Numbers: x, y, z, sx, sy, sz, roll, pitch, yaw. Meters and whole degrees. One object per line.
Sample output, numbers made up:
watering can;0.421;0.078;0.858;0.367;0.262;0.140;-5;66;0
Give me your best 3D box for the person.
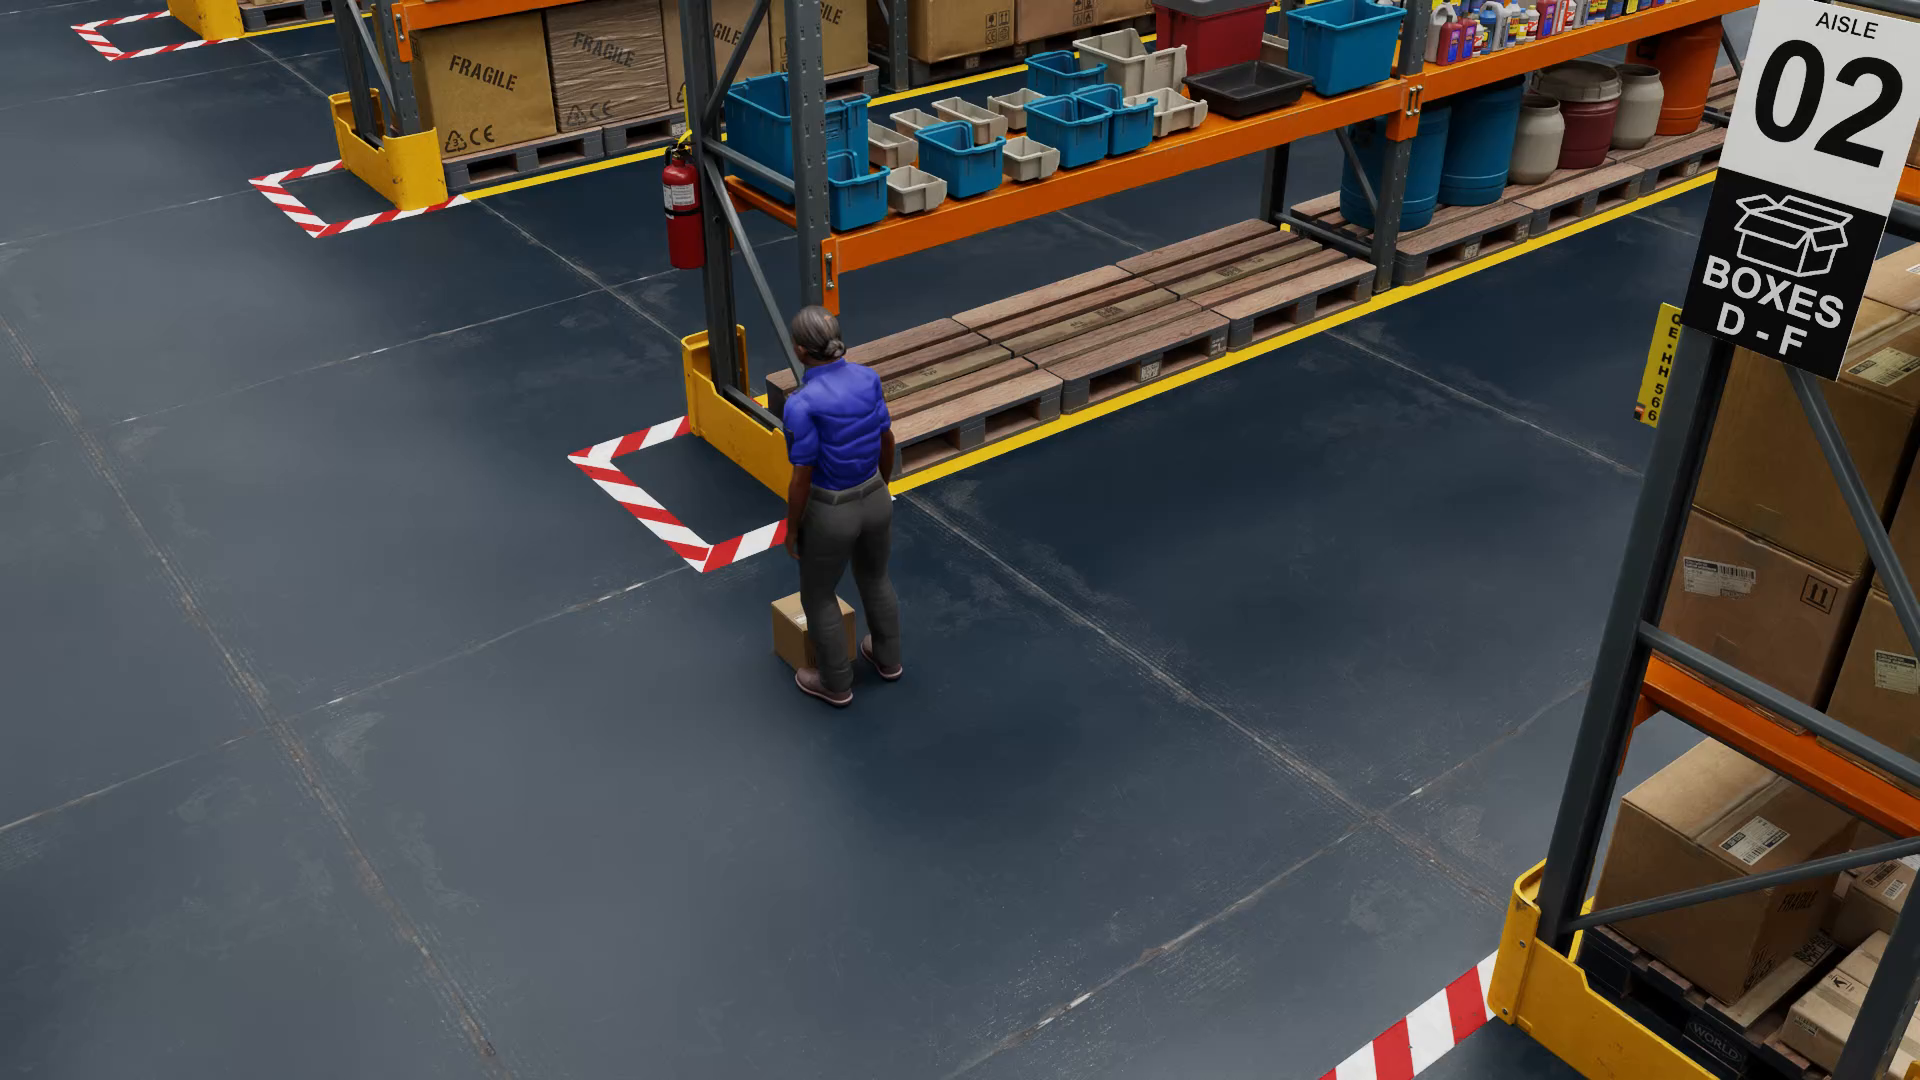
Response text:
person;-0.450;-0.121;6.333;0.528;1.653;0.351;-25;40;-34
